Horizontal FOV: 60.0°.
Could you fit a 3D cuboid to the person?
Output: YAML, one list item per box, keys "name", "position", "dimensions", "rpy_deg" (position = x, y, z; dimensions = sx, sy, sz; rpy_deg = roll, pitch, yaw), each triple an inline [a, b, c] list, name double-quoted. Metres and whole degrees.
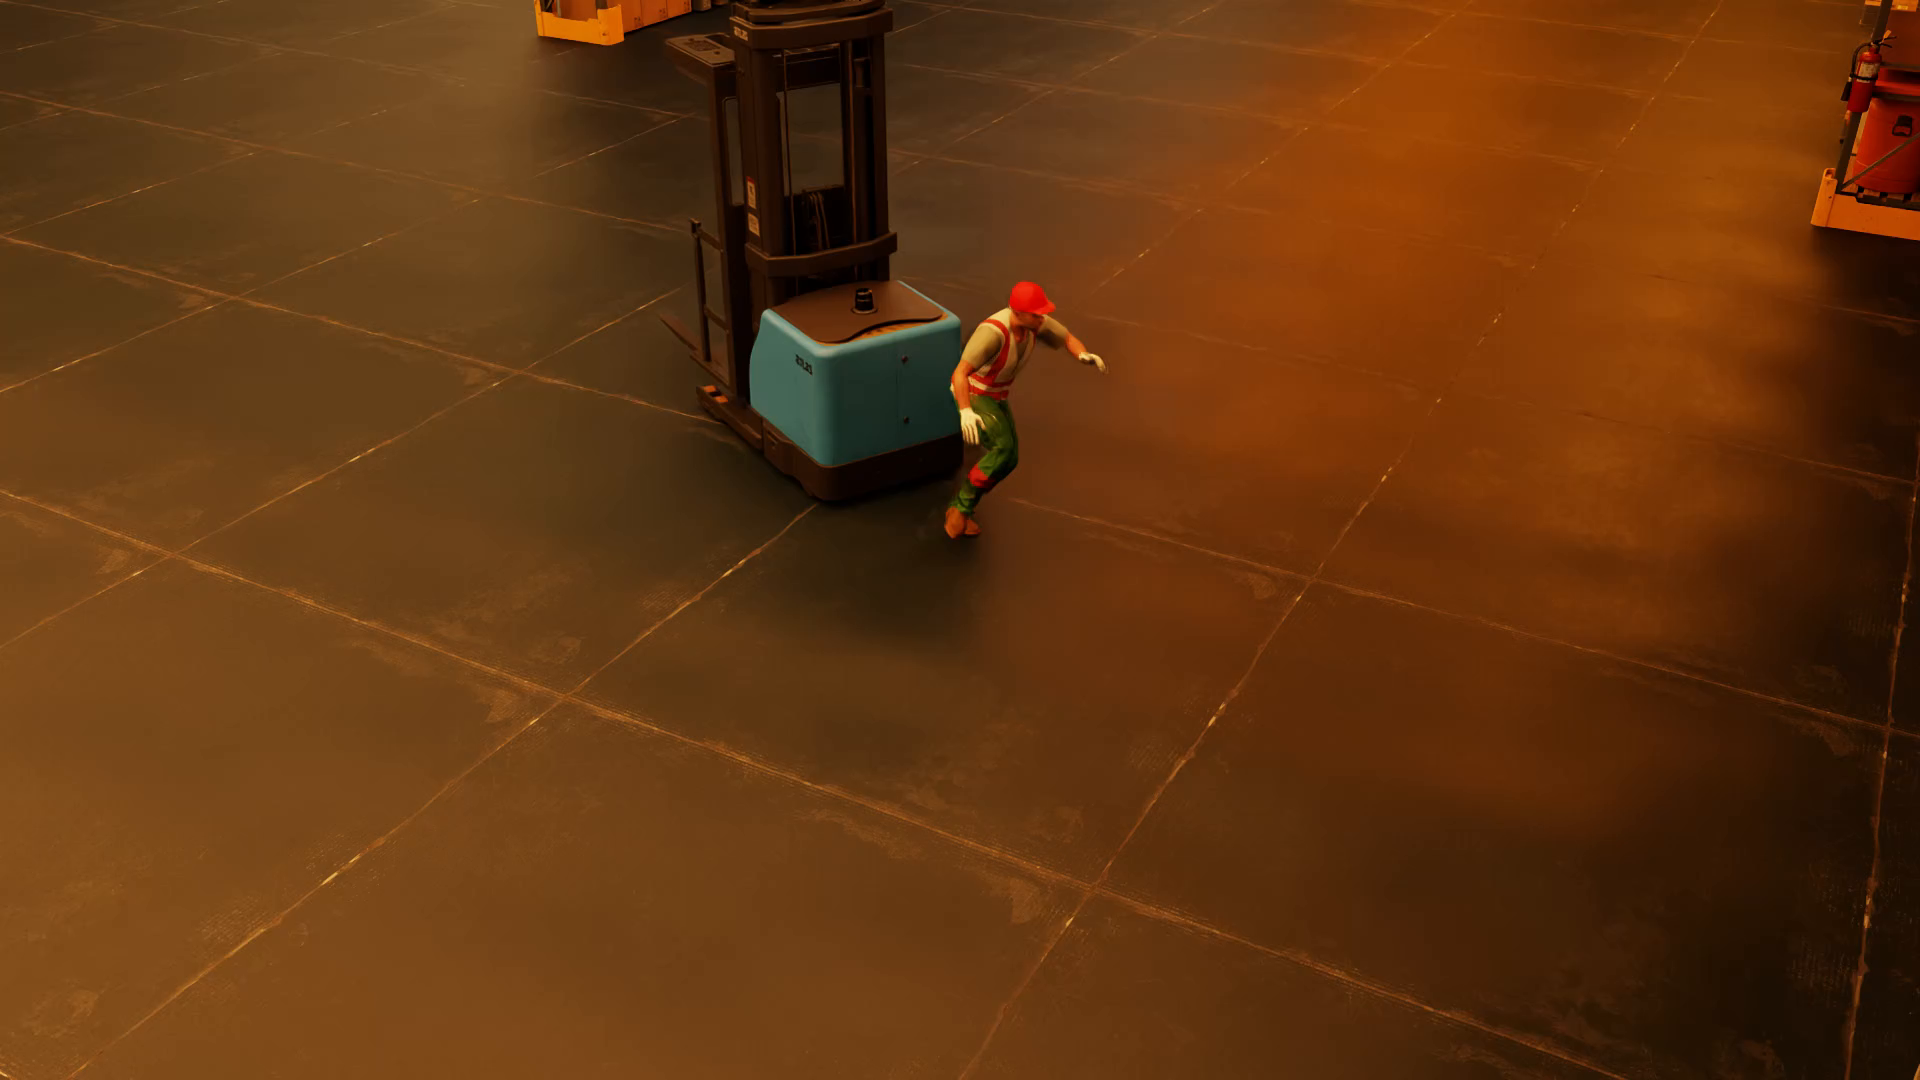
- name: "person"
  position: [0.306, -0.758, 9.802]
  dimensions: [0.919, 1.529, 1.067]
  rpy_deg: [18, 34, 28]

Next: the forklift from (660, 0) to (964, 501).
- name: "forklift"
  position: [-1.175, -2.207, 10.894]
  dimensions: [1.130, 2.935, 3.031]
  rpy_deg: [-17, 34, -27]
